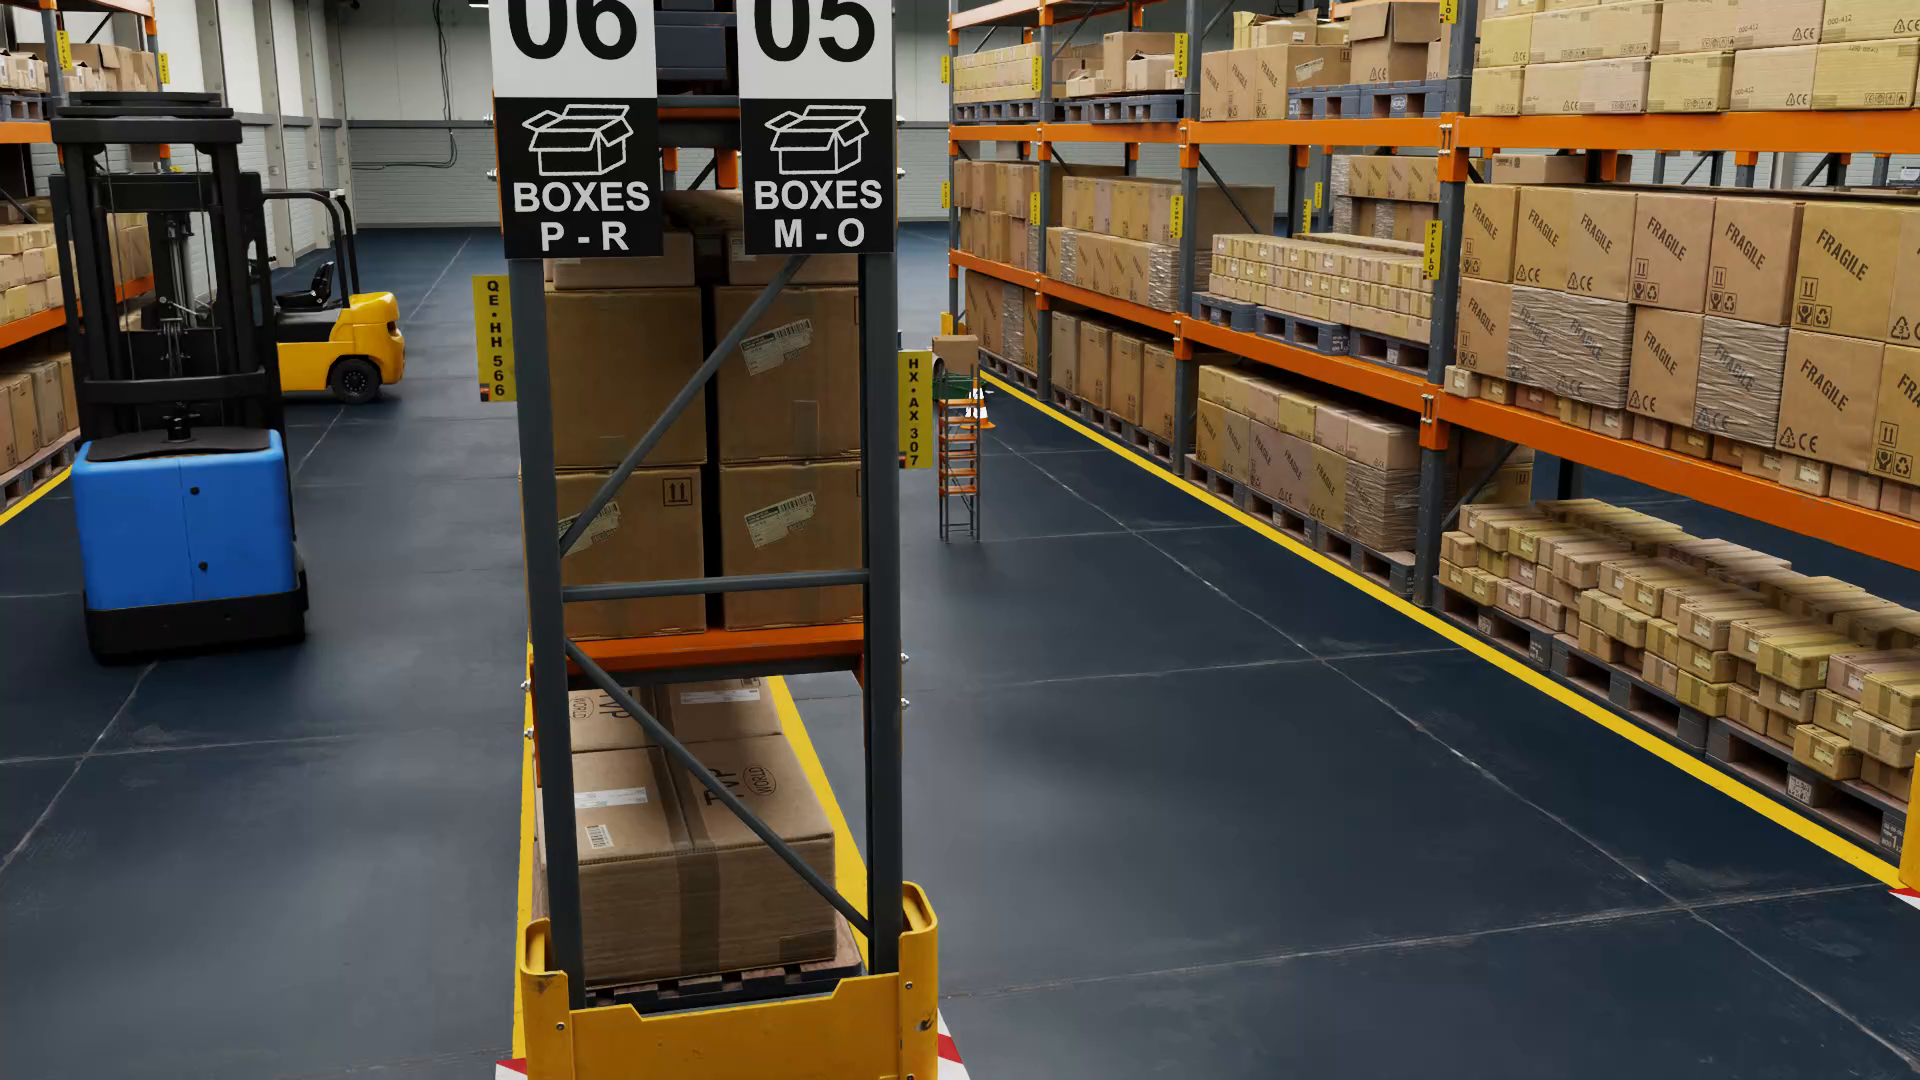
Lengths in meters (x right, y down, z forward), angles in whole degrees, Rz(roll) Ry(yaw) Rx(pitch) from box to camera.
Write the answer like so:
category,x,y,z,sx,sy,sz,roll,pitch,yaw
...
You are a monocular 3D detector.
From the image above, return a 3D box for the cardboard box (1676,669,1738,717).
category,x,y,z,sx,sy,sz,roll,pitch,yaw
cardboard box,3.467,0.672,7.478,0.380,0.149,0.250,-4,14,-16

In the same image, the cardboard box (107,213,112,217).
category,x,y,z,sx,sy,sz,roll,pitch,yaw
cardboard box,-8.273,-3.137,15.742,0.380,0.149,0.250,-3,14,-12

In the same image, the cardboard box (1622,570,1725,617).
category,x,y,z,sx,sy,sz,roll,pitch,yaw
cardboard box,3.404,0.254,7.936,0.380,0.149,0.250,-3,14,-13

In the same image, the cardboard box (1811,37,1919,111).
category,x,y,z,sx,sy,sz,roll,pitch,yaw
cardboard box,3.631,-1.760,6.306,0.500,0.250,0.500,-3,14,-13

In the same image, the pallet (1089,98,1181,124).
category,x,y,z,sx,sy,sz,roll,pitch,yaw
pallet,1.775,-3.782,14.667,1.003,0.211,1.213,-3,14,-11

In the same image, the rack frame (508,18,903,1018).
category,x,y,z,sx,sy,sz,roll,pitch,yaw
rack frame,-0.666,0.131,4.570,1.000,3.000,0.127,-3,14,-13

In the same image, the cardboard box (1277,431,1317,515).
category,x,y,z,sx,sy,sz,roll,pitch,yaw
cardboard box,2.527,-0.474,11.430,0.500,0.500,0.500,-4,14,-14

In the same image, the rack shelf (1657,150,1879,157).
category,x,y,z,sx,sy,sz,roll,pitch,yaw
rack shelf,10.493,-5.035,20.910,1.077,0.370,4.000,-3,14,-13

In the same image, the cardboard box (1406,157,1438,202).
category,x,y,z,sx,sy,sz,roll,pitch,yaw
cardboard box,5.540,-4.188,19.303,0.500,0.500,0.500,-3,14,-13

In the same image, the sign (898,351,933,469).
category,x,y,z,sx,sy,sz,roll,pitch,yaw
sign,-0.125,-0.357,4.579,0.100,0.325,0.005,-3,14,-13

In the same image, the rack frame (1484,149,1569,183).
category,x,y,z,sx,sy,sz,roll,pitch,yaw
rack frame,6.148,-3.190,18.162,1.000,3.000,0.127,-3,14,-13

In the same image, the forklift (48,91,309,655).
category,x,y,z,sx,sy,sz,roll,pitch,yaw
forklift,-4.638,-1.126,9.862,1.130,2.935,3.031,-6,15,-22

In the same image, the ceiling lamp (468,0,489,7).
category,x,y,z,sx,sy,sz,roll,pitch,yaw
ceiling lamp,-11.482,-15.116,42.037,2.000,3.185,0.800,-3,14,-13

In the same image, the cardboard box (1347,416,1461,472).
category,x,y,z,sx,sy,sz,roll,pitch,yaw
cardboard box,2.762,-0.603,10.375,0.500,0.250,0.500,-4,14,-15

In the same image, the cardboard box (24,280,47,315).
category,x,y,z,sx,sy,sz,roll,pitch,yaw
cardboard box,-7.725,-1.953,13.418,0.500,0.250,0.500,-3,14,-13

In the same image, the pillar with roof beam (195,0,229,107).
category,x,y,z,sx,sy,sz,roll,pitch,yaw
pillar with roof beam,-8.594,-8.994,29.281,9.100,9.000,0.400,-3,14,-13

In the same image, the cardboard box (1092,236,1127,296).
category,x,y,z,sx,sy,sz,roll,pitch,yaw
cardboard box,1.519,-2.500,15.128,0.500,0.500,0.500,-3,14,-12

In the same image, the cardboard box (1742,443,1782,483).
category,x,y,z,sx,sy,sz,roll,pitch,yaw
cardboard box,3.559,-0.342,7.036,0.380,0.149,0.250,-4,14,-16

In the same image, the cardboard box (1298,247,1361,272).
category,x,y,z,sx,sy,sz,roll,pitch,yaw
cardboard box,2.528,-1.906,11.301,0.380,0.149,0.250,-3,14,-14

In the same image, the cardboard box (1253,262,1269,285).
category,x,y,z,sx,sy,sz,roll,pitch,yaw
cardboard box,2.352,-1.935,12.047,0.380,0.149,0.250,-3,14,-13

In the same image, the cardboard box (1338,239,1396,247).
category,x,y,z,sx,sy,sz,roll,pitch,yaw
cardboard box,2.988,-2.117,12.164,0.380,0.149,0.250,-3,14,-12

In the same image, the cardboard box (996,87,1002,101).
category,x,y,z,sx,sy,sz,roll,pitch,yaw
cardboard box,0.606,-4.884,18.212,0.380,0.149,0.250,-3,14,-14

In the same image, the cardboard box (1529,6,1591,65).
category,x,y,z,sx,sy,sz,roll,pitch,yaw
cardboard box,3.175,-2.478,8.194,0.500,0.250,0.500,-3,14,-13

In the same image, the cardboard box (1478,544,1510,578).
category,x,y,z,sx,sy,sz,roll,pitch,yaw
cardboard box,3.103,0.100,9.191,0.380,0.149,0.250,-3,14,-13

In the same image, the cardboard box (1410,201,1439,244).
category,x,y,z,sx,sy,sz,roll,pitch,yaw
cardboard box,5.804,-3.717,19.483,0.875,0.500,0.500,-3,14,-13

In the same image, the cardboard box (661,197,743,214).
category,x,y,z,sx,sy,sz,roll,pitch,yaw
cardboard box,-1.048,-1.350,6.947,0.380,0.149,0.250,-3,14,-14

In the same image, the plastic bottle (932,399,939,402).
category,x,y,z,sx,sy,sz,roll,pitch,yaw
plastic bottle,-0.228,-1.489,17.391,0.133,0.061,0.283,-13,19,-42

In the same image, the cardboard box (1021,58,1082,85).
category,x,y,z,sx,sy,sz,roll,pitch,yaw
cardboard box,0.938,-4.817,17.097,0.500,0.250,0.500,-3,14,-14

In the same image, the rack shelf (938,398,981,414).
category,x,y,z,sx,sy,sz,roll,pitch,yaw
rack shelf,-0.003,-0.893,11.223,0.258,0.103,0.180,-3,14,-13

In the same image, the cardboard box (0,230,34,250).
category,x,y,z,sx,sy,sz,roll,pitch,yaw
cardboard box,-7.737,-2.422,13.442,0.380,0.149,0.250,-4,14,-15

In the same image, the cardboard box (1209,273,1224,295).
category,x,y,z,sx,sy,sz,roll,pitch,yaw
cardboard box,2.152,-1.981,12.860,0.380,0.149,0.250,-3,14,-14

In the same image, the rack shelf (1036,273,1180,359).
category,x,y,z,sx,sy,sz,roll,pitch,yaw
rack shelf,1.773,-2.126,15.323,1.077,0.370,4.000,-3,14,-13

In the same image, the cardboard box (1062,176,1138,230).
category,x,y,z,sx,sy,sz,roll,pitch,yaw
cardboard box,1.426,-3.357,16.528,0.700,0.500,0.500,-4,14,-14

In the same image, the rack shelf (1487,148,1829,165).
category,x,y,z,sx,sy,sz,roll,pitch,yaw
rack shelf,6.618,-3.836,16.003,1.077,0.370,4.000,-3,14,-13

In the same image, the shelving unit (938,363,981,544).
category,x,y,z,sx,sy,sz,roll,pitch,yaw
shelving unit,-0.003,-0.586,11.298,0.258,1.200,0.189,-3,14,-13

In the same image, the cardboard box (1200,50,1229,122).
category,x,y,z,sx,sy,sz,roll,pitch,yaw
cardboard box,2.118,-3.373,12.381,0.500,0.500,0.500,-3,14,-13

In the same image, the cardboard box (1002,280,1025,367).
category,x,y,z,sx,sy,sz,roll,pitch,yaw
cardboard box,1.008,-2.465,18.789,0.875,0.875,0.875,-3,14,-13

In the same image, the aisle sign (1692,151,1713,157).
category,x,y,z,sx,sy,sz,roll,pitch,yaw
aisle sign,10.295,-5.684,22.896,0.394,0.787,0.004,-3,14,-13

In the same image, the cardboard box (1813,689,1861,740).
category,x,y,z,sx,sy,sz,roll,pitch,yaw
cardboard box,3.711,0.699,6.741,0.380,0.149,0.250,-4,14,-14

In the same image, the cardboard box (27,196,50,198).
category,x,y,z,sx,sy,sz,roll,pitch,yaw
cardboard box,-9.176,-3.396,16.801,0.380,0.149,0.250,-4,14,-15

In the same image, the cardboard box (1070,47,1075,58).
category,x,y,z,sx,sy,sz,roll,pitch,yaw
cardboard box,1.368,-5.190,17.784,0.380,0.149,0.250,-4,14,-14

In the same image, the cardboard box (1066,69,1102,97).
category,x,y,z,sx,sy,sz,roll,pitch,yaw
cardboard box,1.203,-4.428,16.097,0.258,0.266,0.396,-4,14,-14

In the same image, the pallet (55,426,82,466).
category,x,y,z,sx,sy,sz,roll,pitch,yaw
pallet,-8.097,-0.837,14.410,1.003,0.211,1.213,-3,14,-13

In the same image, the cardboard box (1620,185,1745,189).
category,x,y,z,sx,sy,sz,roll,pitch,yaw
cardboard box,3.682,-1.557,8.537,0.500,0.500,0.500,-4,14,-15

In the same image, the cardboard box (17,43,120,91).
category,x,y,z,sx,sy,sz,roll,pitch,yaw
cardboard box,-8.663,-4.575,16.199,0.797,0.503,0.637,-3,14,-11

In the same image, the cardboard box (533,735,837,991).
category,x,y,z,sx,sy,sz,roll,pitch,yaw
cardboard box,-0.918,1.025,5.425,0.875,0.438,0.875,-4,14,-15

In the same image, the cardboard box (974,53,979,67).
category,x,y,z,sx,sy,sz,roll,pitch,yaw
cardboard box,0.371,-5.505,19.073,0.380,0.149,0.250,-4,14,-14

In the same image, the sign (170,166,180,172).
category,x,y,z,sx,sy,sz,roll,pitch,yaw
sign,-8.717,-3.987,18.488,0.100,0.325,0.005,-3,14,-13

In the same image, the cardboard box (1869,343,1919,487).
category,x,y,z,sx,sy,sz,roll,pitch,yaw
cardboard box,3.766,-0.451,6.113,0.500,0.500,0.500,-3,14,-12

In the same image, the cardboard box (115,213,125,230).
category,x,y,z,sx,sy,sz,roll,pitch,yaw
cardboard box,-8.400,-3.108,16.253,0.380,0.149,0.250,-4,14,-15

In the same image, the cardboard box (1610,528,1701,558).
category,x,y,z,sx,sy,sz,roll,pitch,yaw
cardboard box,3.668,0.047,8.785,0.380,0.149,0.250,-3,14,-11

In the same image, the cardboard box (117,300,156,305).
category,x,y,z,sx,sy,sz,roll,pitch,yaw
cardboard box,-8.711,-2.430,17.856,0.500,0.250,0.500,-3,14,-12

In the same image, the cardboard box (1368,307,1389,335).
category,x,y,z,sx,sy,sz,roll,pitch,yaw
cardboard box,2.778,-1.371,10.363,0.380,0.149,0.250,-3,14,-13

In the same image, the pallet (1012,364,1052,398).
category,x,y,z,sx,sy,sz,roll,pitch,yaw
pallet,1.201,-1.762,18.193,1.003,0.211,1.213,-3,14,-13

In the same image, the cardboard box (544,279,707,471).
category,x,y,z,sx,sy,sz,roll,pitch,yaw
cardboard box,-1.011,-0.501,4.841,0.500,0.500,0.500,-3,14,-11
